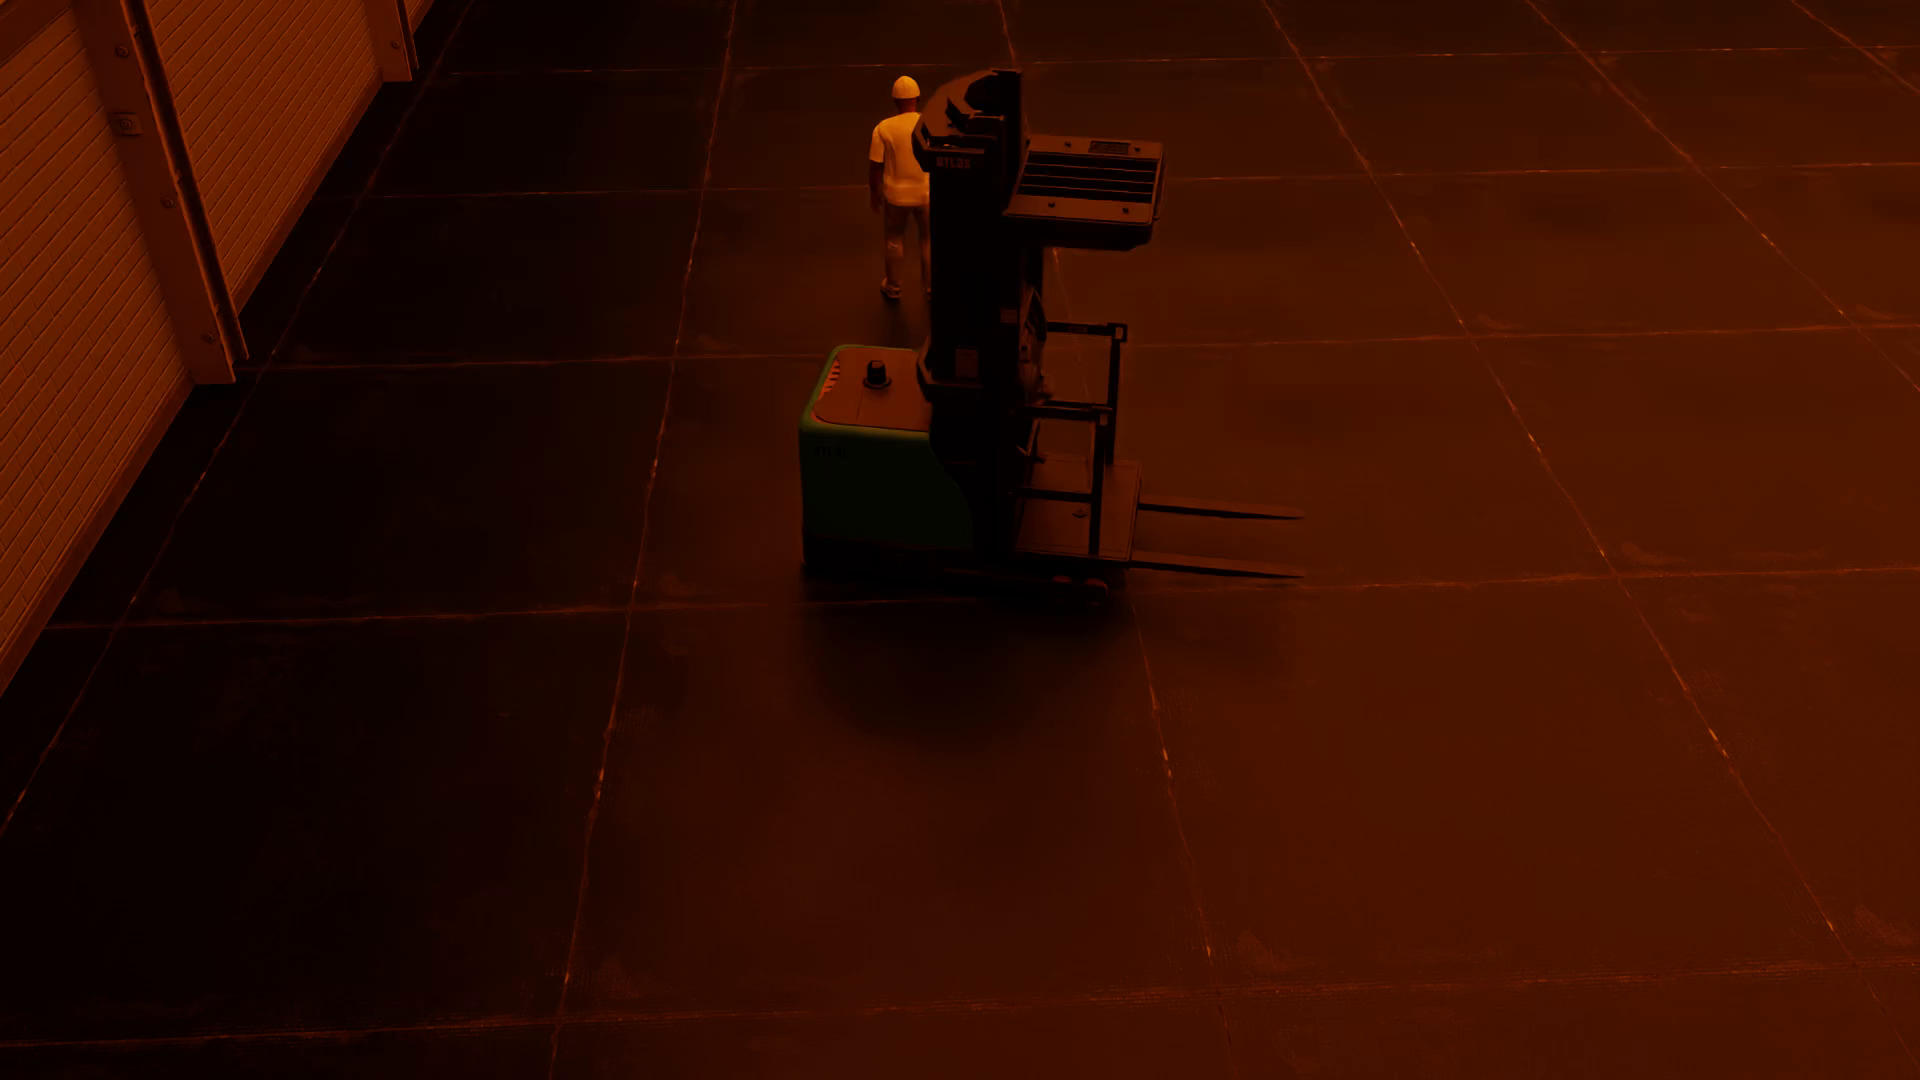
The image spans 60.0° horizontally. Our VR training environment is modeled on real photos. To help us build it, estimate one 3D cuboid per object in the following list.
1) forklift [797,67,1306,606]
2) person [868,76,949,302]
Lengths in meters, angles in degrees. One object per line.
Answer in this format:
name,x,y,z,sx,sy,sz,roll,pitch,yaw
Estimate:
forklift,0.603,-1.129,9.560,3.031,2.935,1.130,5,36,7
person,-0.377,-2.653,12.655,0.634,1.762,0.442,-3,36,-5
